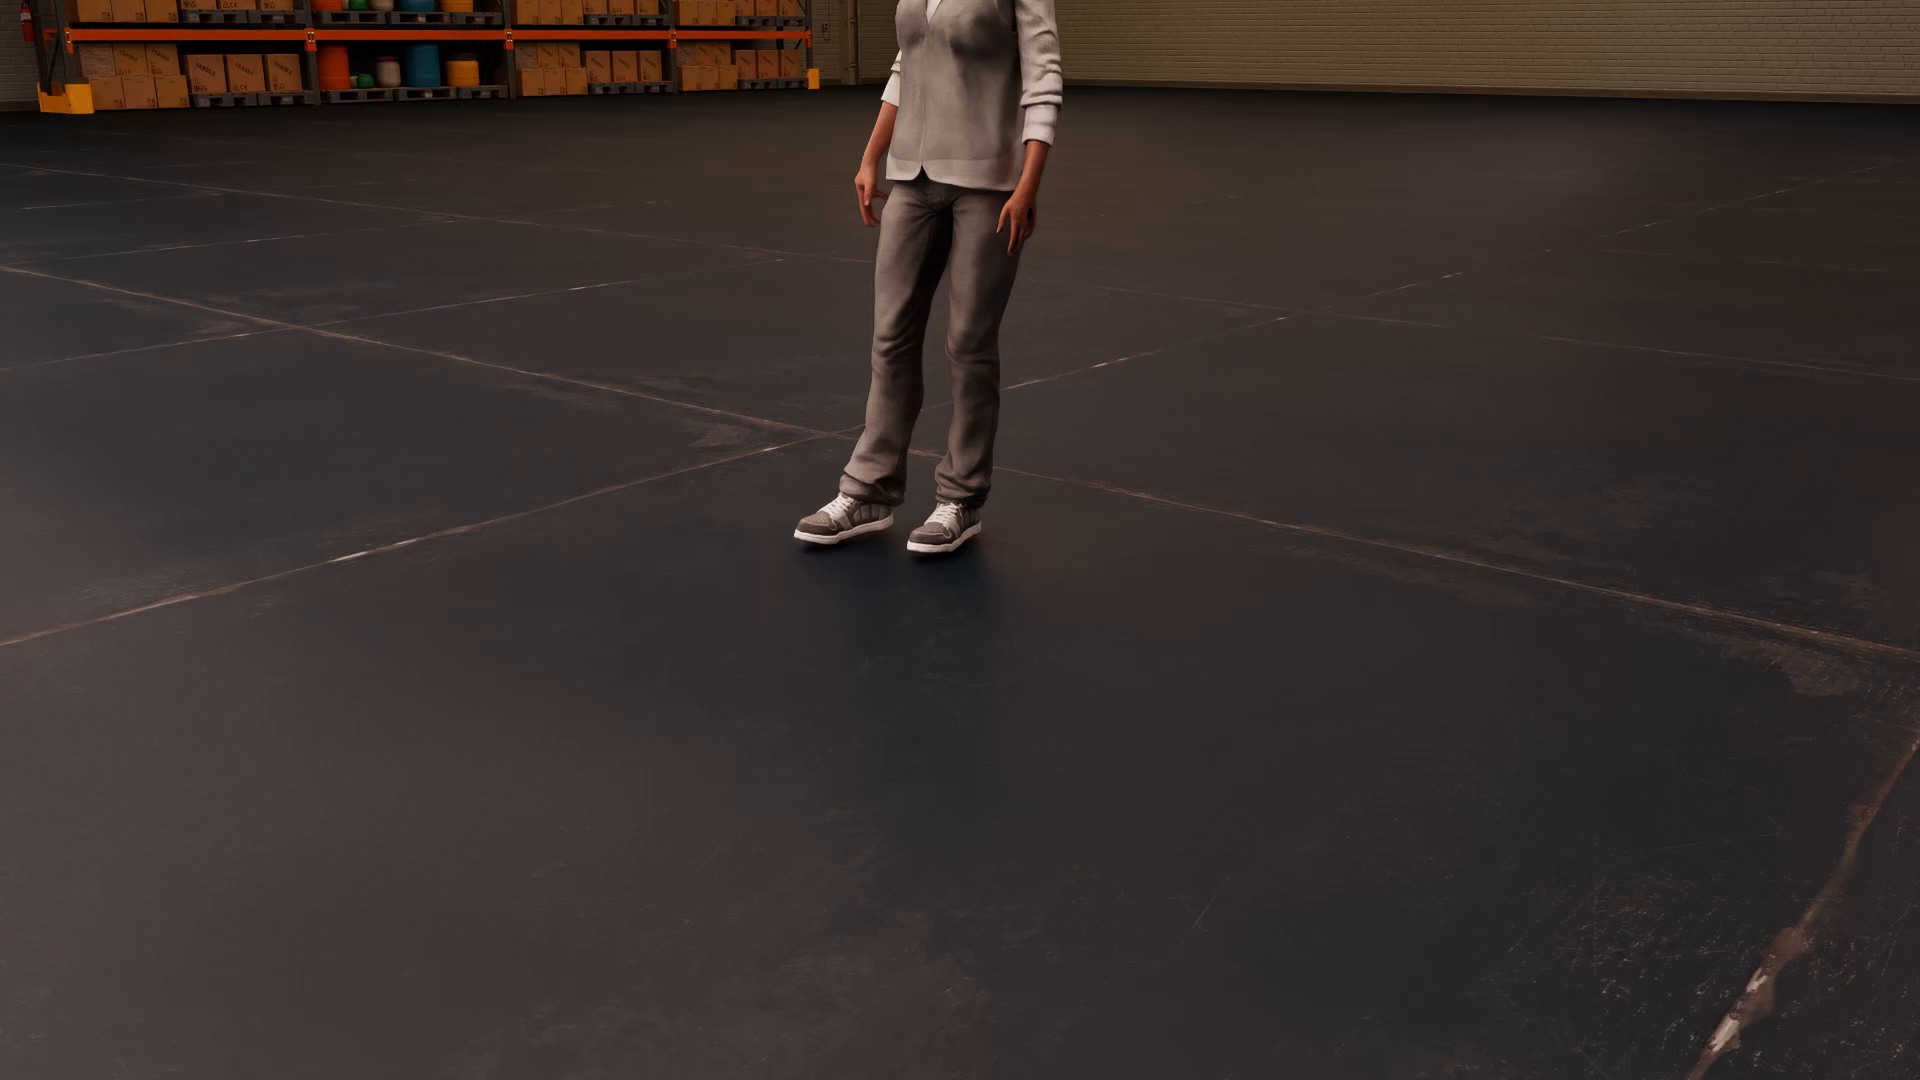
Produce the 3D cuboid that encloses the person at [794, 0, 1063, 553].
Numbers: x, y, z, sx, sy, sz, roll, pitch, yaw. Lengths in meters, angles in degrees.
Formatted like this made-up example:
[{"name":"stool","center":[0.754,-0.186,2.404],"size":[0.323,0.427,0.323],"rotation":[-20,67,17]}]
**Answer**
[{"name":"person","center":[-0.059,-0.757,3.661],"size":[0.520,1.599,0.473],"rotation":[13,21,37]}]
